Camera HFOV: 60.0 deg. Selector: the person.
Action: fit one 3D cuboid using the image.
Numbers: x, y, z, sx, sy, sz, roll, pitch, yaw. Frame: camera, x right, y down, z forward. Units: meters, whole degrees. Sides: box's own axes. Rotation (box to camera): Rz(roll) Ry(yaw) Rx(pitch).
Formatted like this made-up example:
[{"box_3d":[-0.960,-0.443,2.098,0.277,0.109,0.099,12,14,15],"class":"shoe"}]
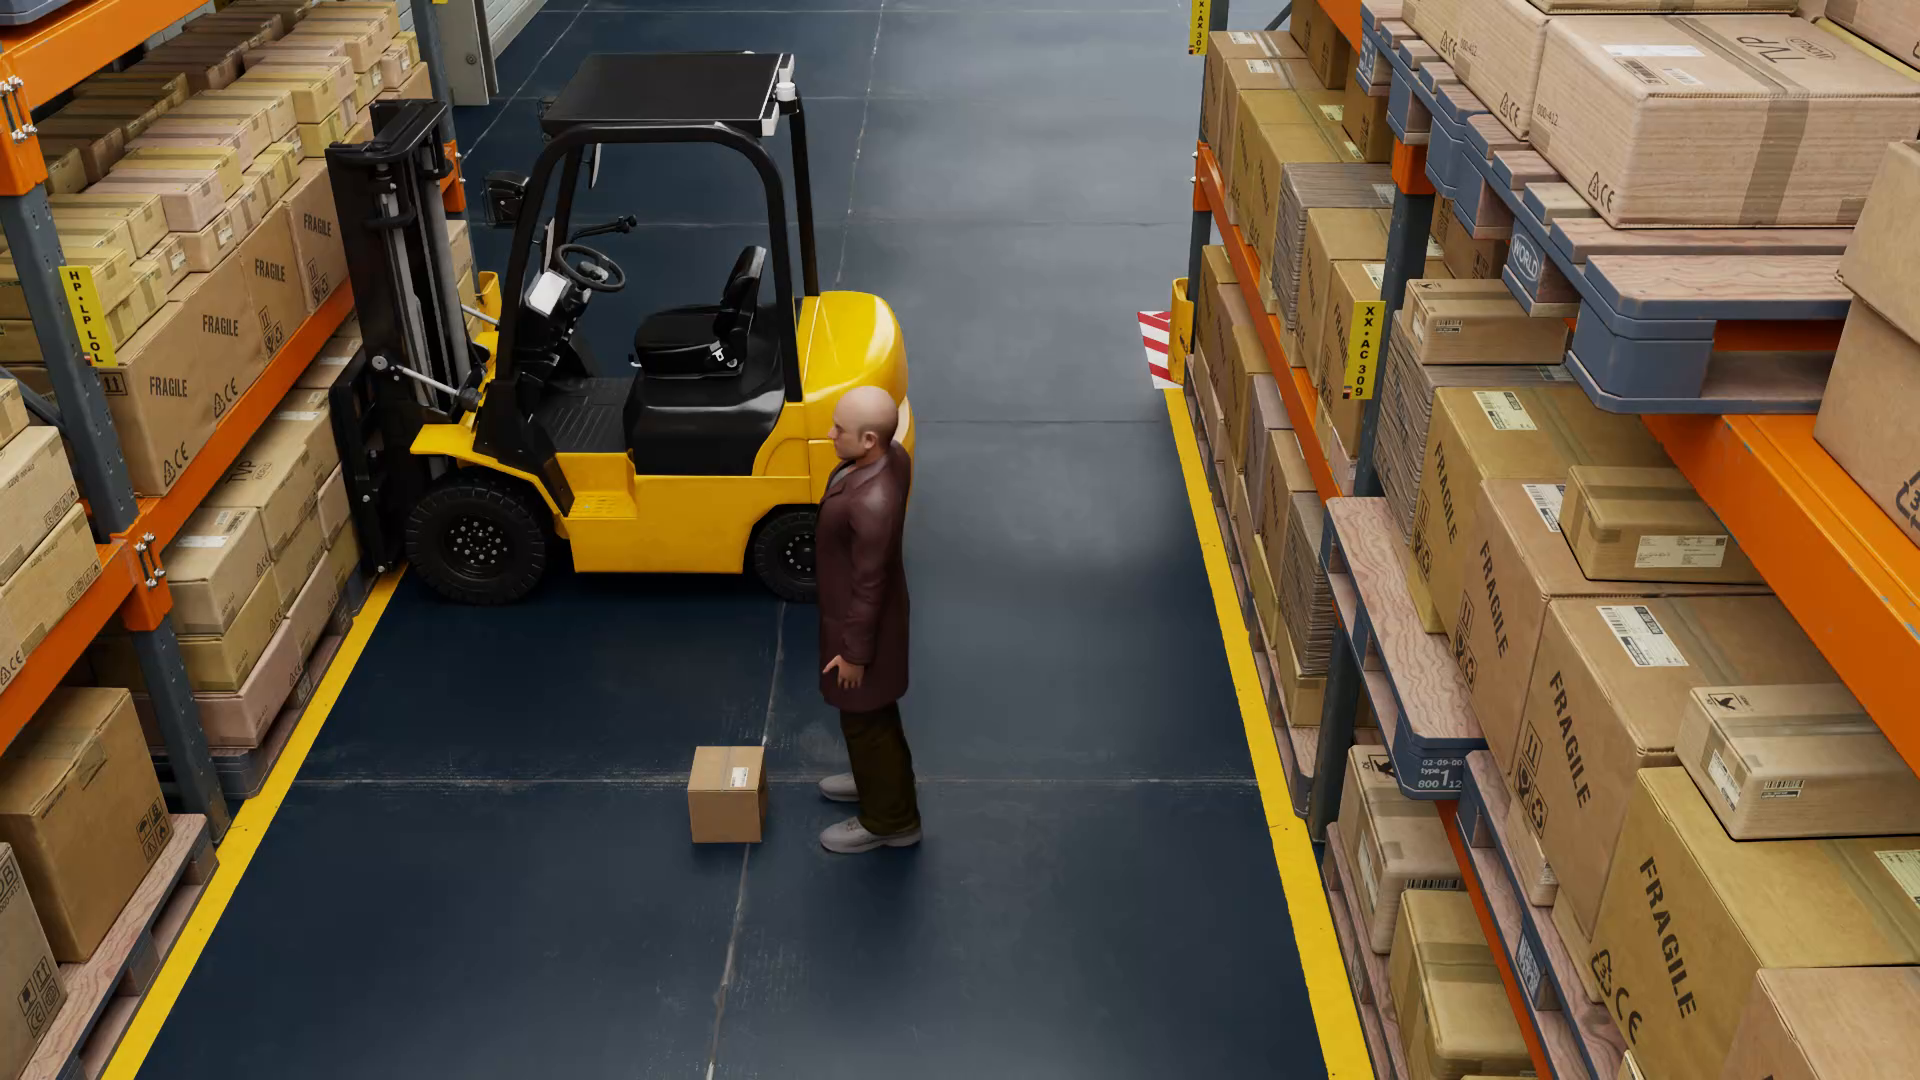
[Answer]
[{"box_3d":[-0.322,0.284,5.682,0.377,1.780,0.562,1,31,1],"class":"person"}]
